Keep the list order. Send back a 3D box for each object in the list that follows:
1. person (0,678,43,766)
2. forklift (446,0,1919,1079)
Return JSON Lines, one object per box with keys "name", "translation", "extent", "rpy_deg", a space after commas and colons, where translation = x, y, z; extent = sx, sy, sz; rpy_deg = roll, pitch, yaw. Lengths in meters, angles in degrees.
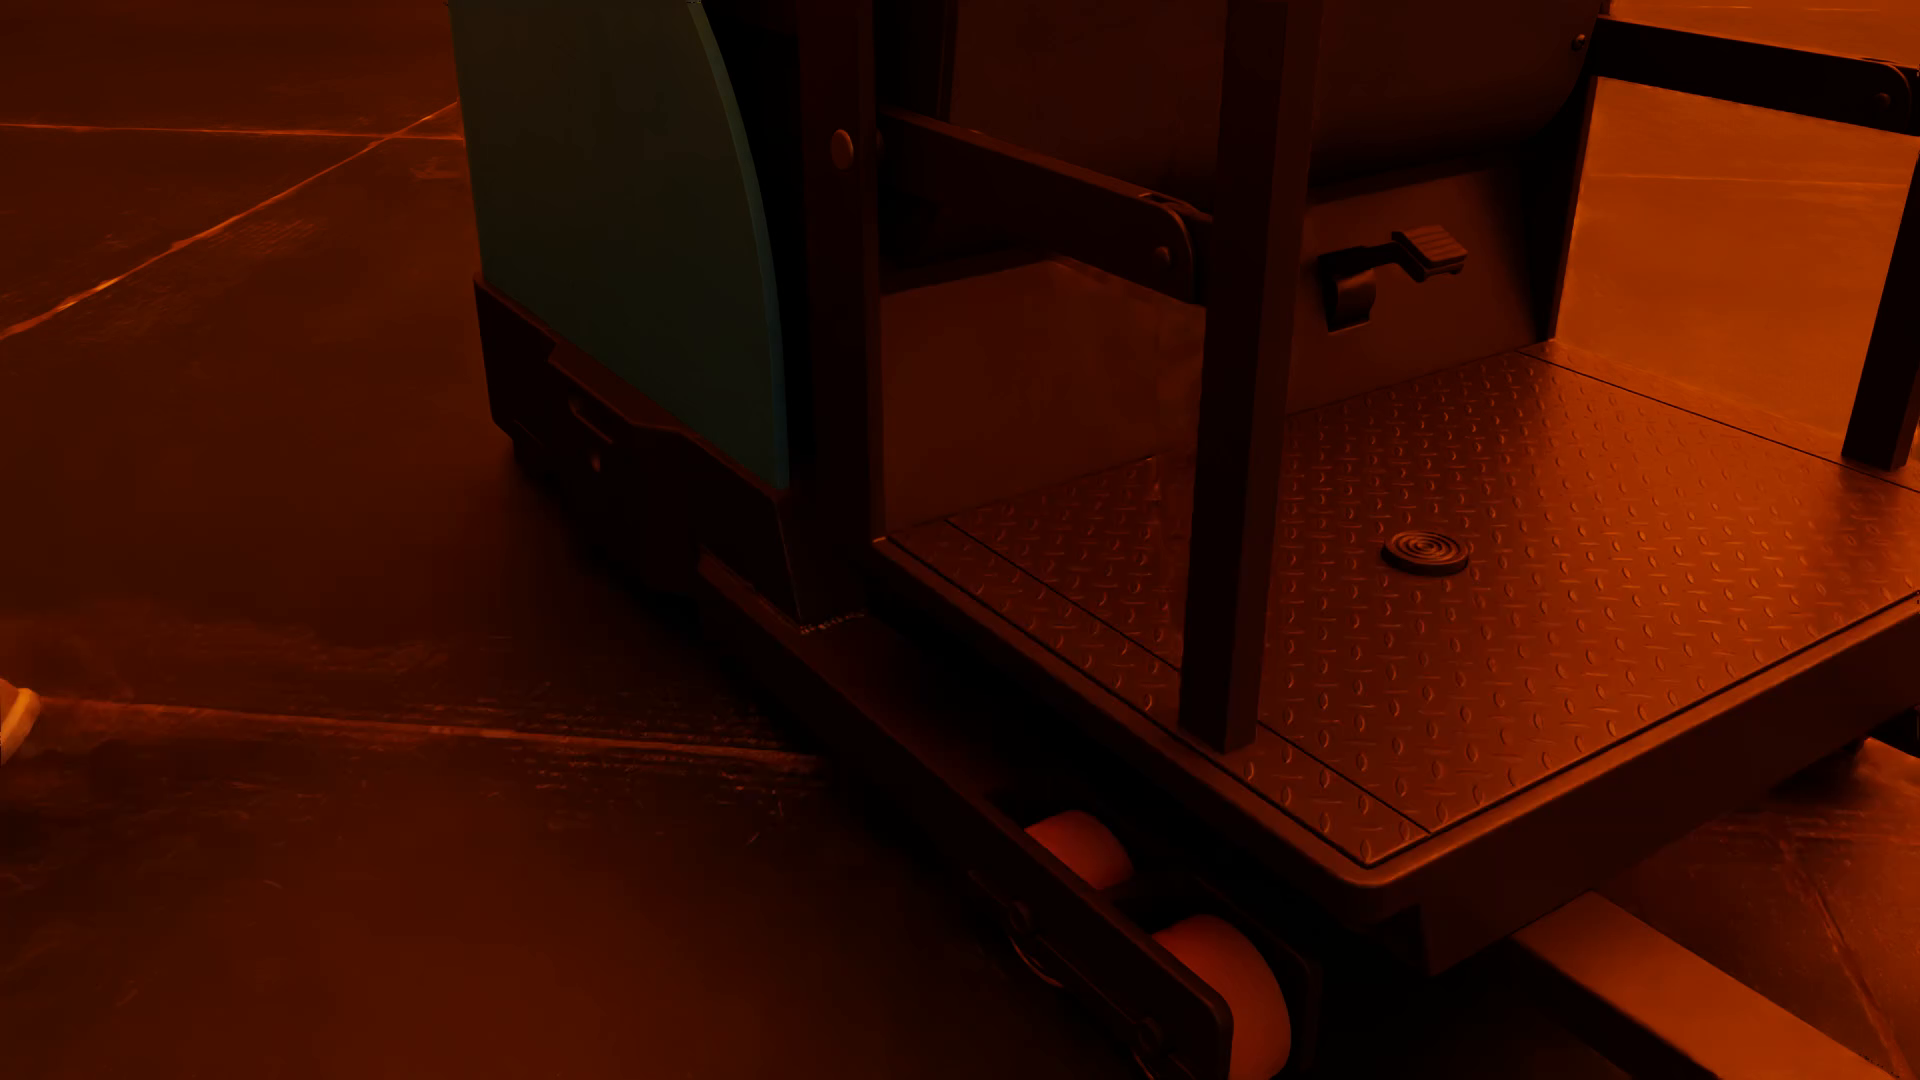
{"name": "person", "translation": [-1.555, -0.278, 1.508], "extent": [1.088, 1.460, 0.827], "rpy_deg": [6, 27, 12]}
{"name": "forklift", "translation": [0.468, -1.050, 1.322], "extent": [1.130, 2.935, 3.031], "rpy_deg": [-17, 31, -30]}
